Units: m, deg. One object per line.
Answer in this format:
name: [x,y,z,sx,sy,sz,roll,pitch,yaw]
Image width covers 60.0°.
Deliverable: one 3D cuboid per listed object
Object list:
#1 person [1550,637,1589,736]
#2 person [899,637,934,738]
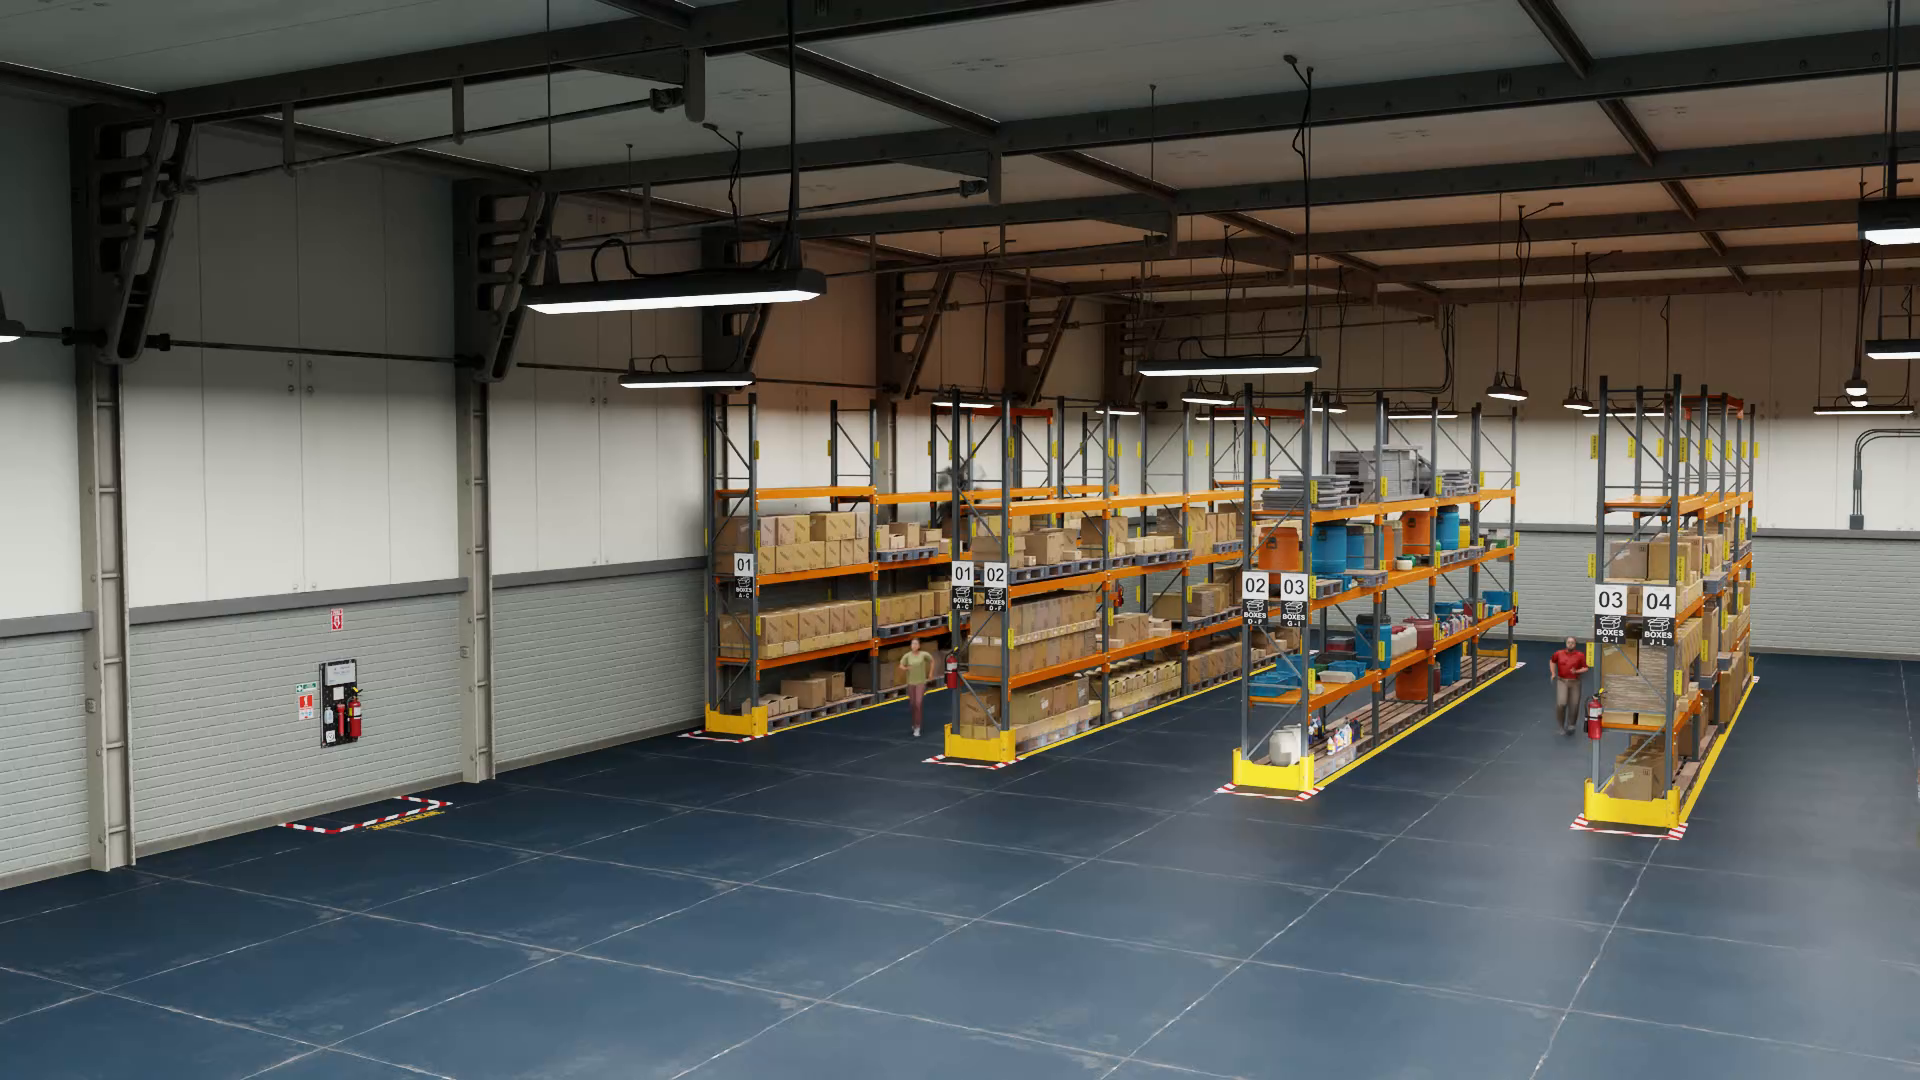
person: [10.684,2.579,29.177,0.634,1.764,0.722,1,3,19]
person: [-0.774,2.567,29.353,0.576,1.721,0.831,1,3,13]
